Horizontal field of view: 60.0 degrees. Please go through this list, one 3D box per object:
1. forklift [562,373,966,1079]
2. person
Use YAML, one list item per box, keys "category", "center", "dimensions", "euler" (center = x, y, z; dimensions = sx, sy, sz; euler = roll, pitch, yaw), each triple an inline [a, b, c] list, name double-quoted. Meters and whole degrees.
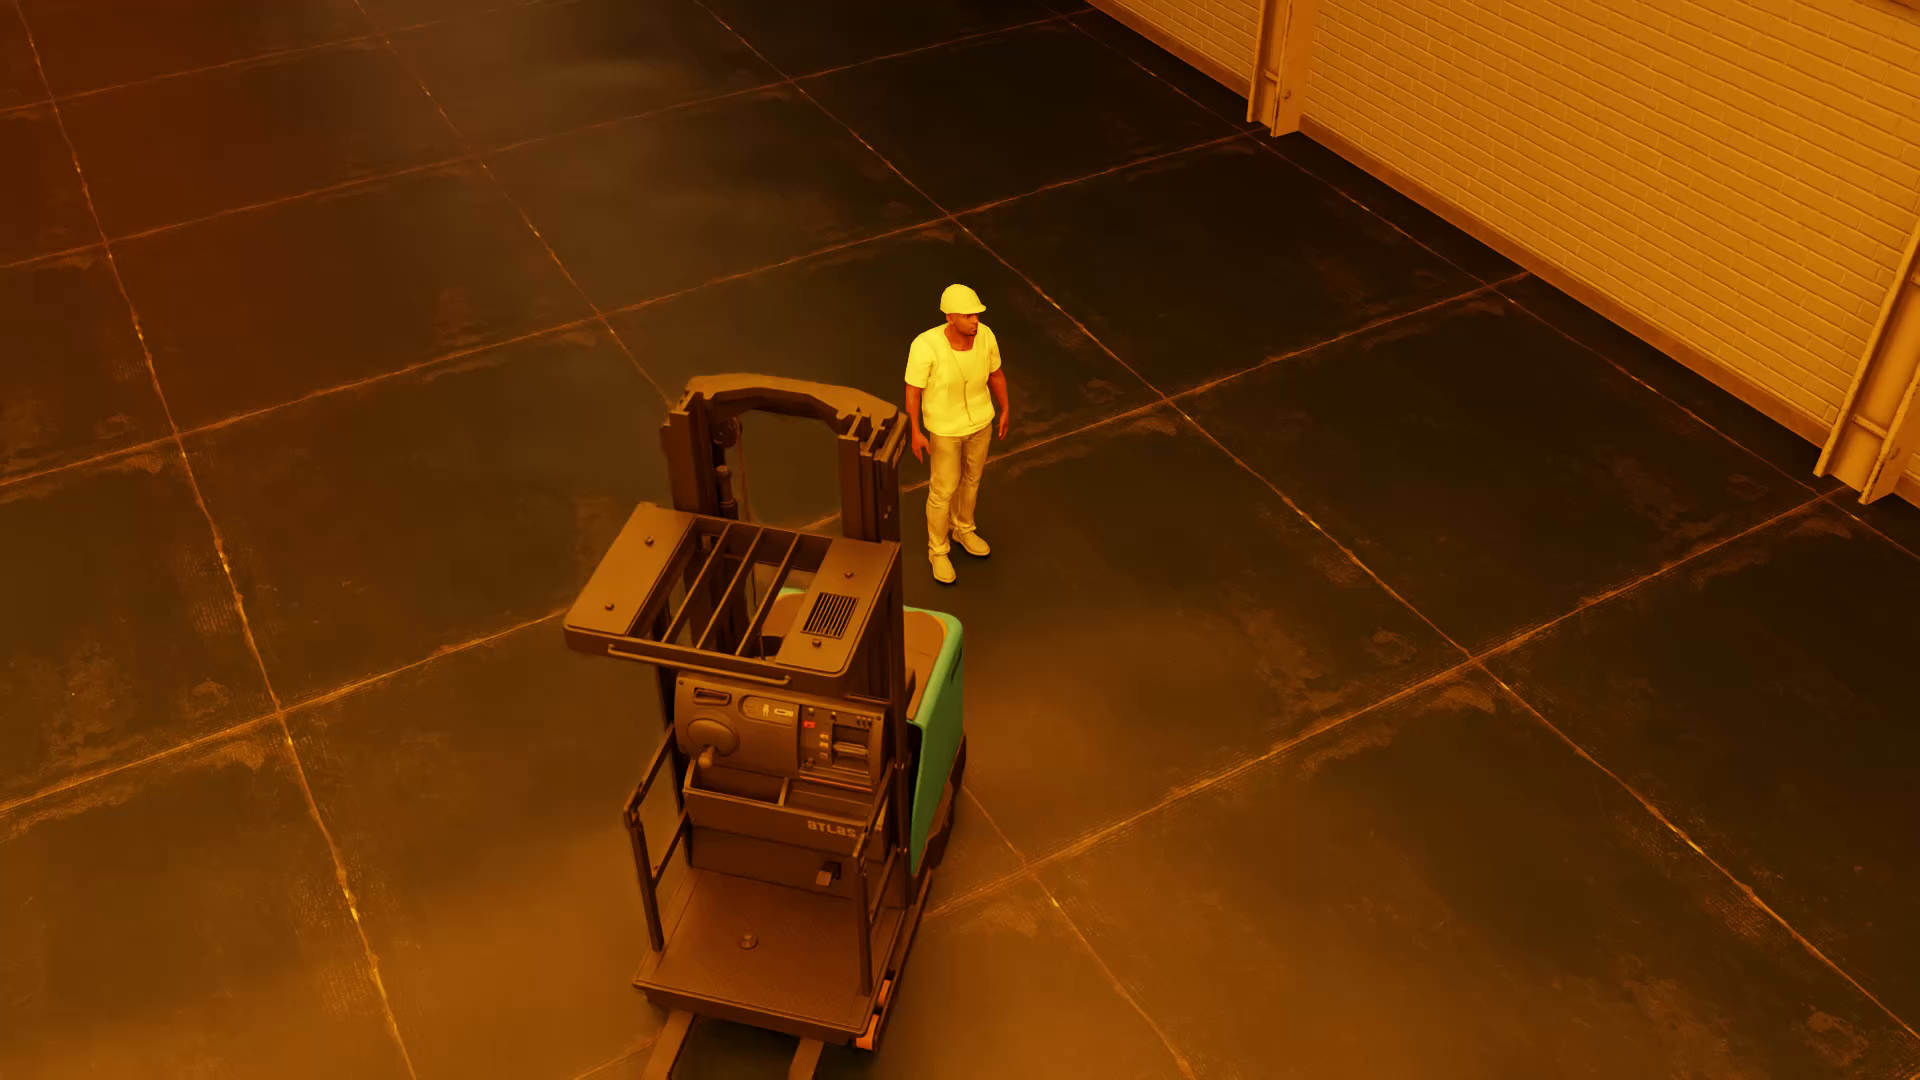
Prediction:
- category: "forklift"
  center: [-0.825, 0.906, 6.943]
  dimensions: [1.130, 2.935, 3.031]
  euler: [9, 41, 11]
- category: "person"
  center: [0.031, -0.645, 9.715]
  dimensions: [0.666, 1.768, 0.575]
  euler: [-20, 44, -23]
